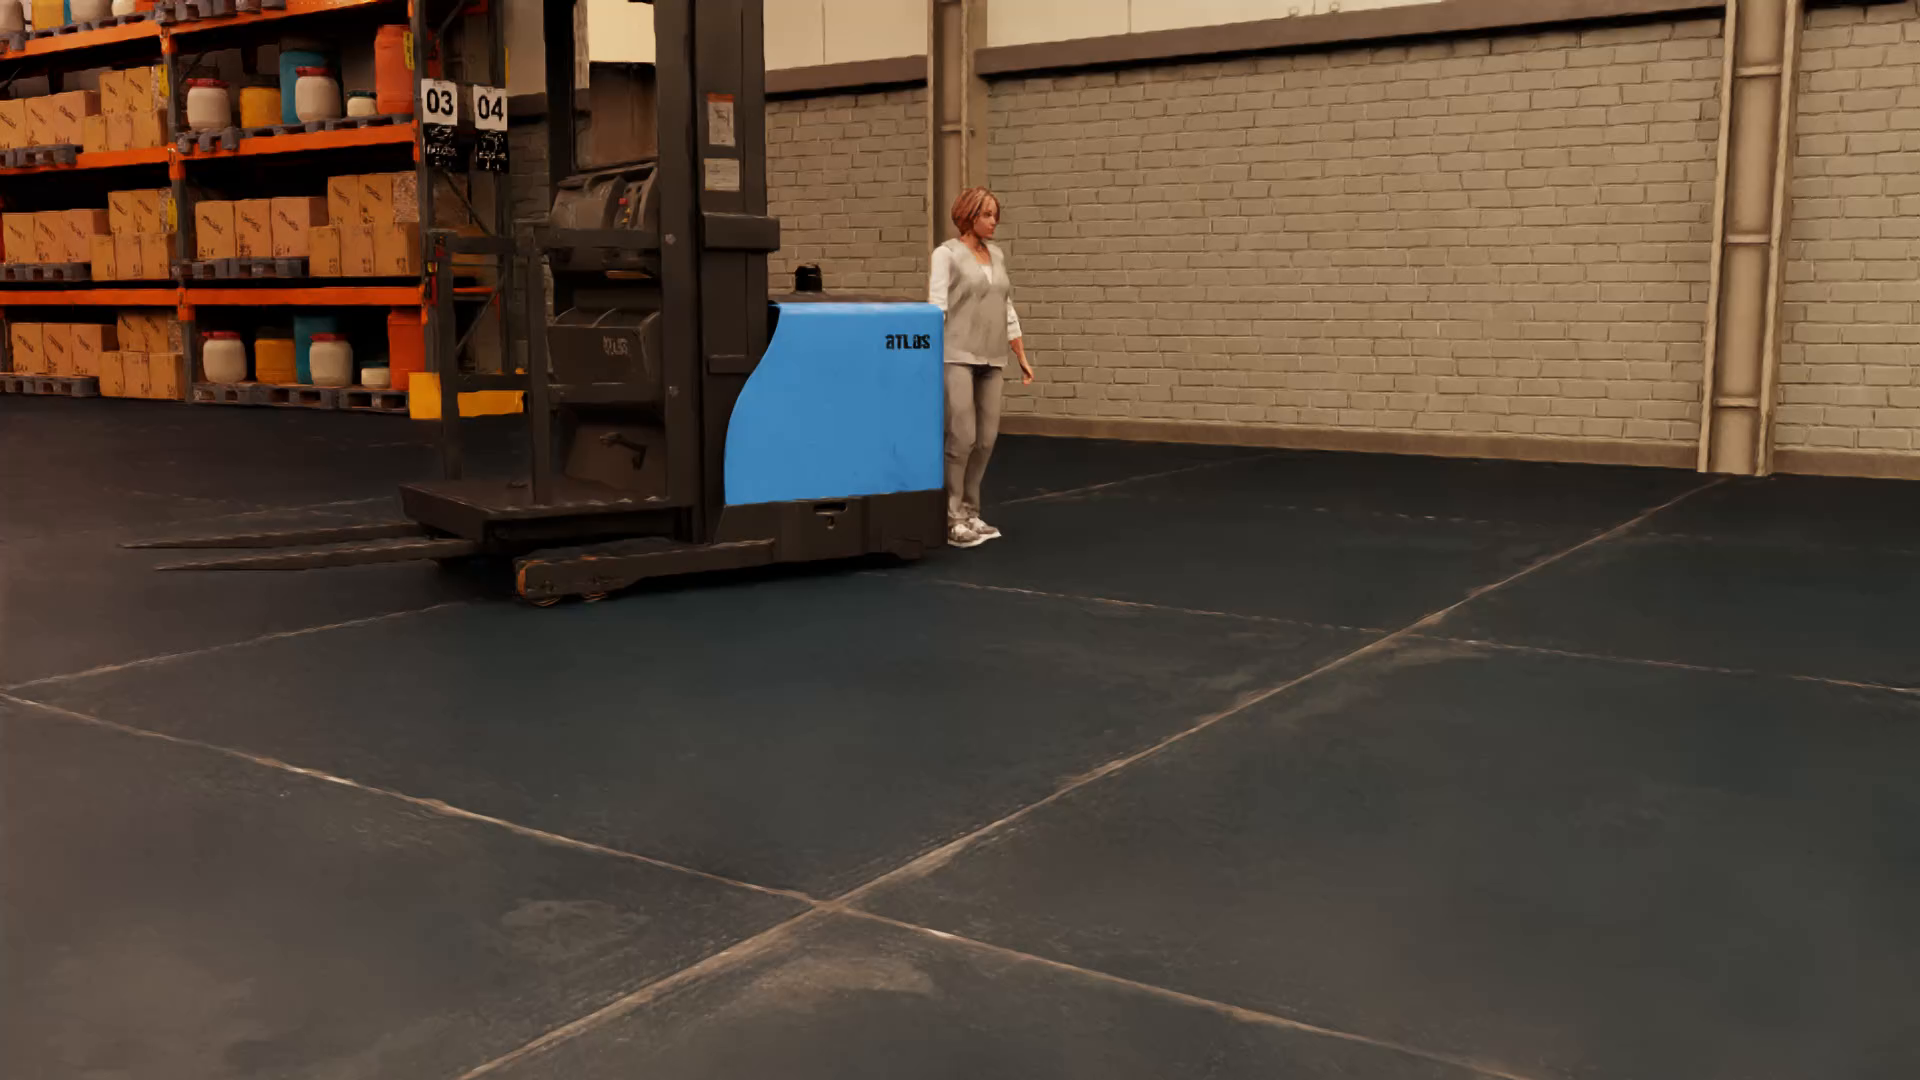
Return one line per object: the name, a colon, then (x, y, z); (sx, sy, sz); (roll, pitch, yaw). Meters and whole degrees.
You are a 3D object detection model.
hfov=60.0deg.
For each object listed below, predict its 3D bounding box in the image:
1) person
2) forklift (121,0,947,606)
person: (0.064, -0.775, 7.459); (0.528, 1.582, 0.438); (-7, 10, -39)
forklift: (-1.554, -1.299, 6.329); (3.031, 2.935, 1.130); (-6, 10, -34)
